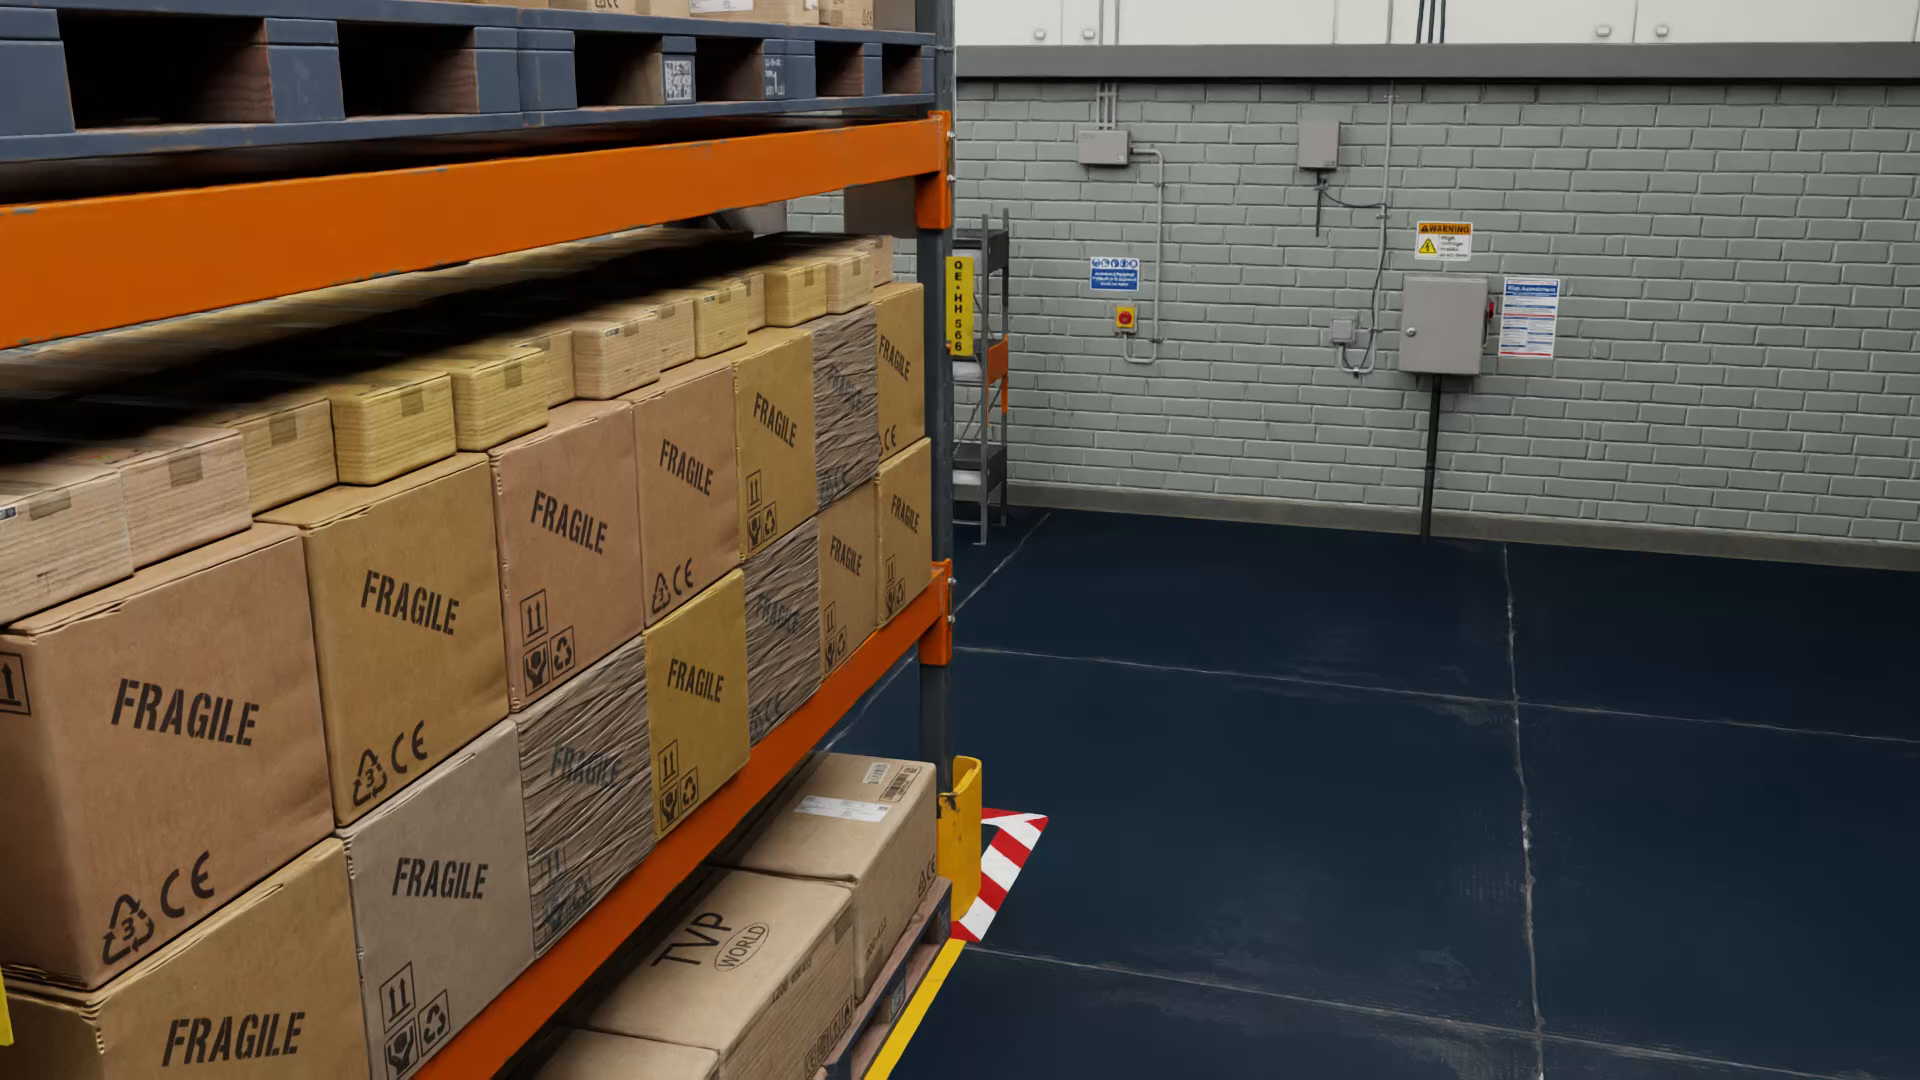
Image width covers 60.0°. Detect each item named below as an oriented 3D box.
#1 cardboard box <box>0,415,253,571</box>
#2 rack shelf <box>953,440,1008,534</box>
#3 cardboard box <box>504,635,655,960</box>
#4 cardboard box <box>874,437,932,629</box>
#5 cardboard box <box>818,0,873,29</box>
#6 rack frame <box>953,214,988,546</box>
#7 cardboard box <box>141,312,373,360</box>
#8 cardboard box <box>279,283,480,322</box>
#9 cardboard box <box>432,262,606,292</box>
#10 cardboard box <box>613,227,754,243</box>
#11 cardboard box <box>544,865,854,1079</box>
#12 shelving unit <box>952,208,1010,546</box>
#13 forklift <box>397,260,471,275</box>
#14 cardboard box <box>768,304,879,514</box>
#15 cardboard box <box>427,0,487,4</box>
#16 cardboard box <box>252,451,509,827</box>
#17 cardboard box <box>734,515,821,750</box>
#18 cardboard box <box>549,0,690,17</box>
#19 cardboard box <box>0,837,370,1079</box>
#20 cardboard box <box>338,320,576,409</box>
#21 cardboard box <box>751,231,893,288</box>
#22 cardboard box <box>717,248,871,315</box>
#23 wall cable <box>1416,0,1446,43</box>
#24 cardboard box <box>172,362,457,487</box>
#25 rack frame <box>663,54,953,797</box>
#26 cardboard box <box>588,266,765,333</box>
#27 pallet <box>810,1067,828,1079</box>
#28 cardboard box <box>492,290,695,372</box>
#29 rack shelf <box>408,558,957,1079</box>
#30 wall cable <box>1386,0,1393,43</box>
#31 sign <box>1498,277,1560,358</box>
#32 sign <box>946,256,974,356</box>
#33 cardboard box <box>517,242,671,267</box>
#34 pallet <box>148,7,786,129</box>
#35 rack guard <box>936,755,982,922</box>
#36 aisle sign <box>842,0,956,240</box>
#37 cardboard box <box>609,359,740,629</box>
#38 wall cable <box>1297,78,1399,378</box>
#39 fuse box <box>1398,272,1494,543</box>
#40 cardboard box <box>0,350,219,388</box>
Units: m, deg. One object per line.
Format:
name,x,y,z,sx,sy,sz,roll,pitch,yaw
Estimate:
cardboard box,-1.261,-0.073,2.385,0.380,0.149,0.250,5,17,17
rack shelf,0.047,-0.367,10.890,0.431,0.518,0.480,5,16,16
cardboard box,-0.978,0.487,3.431,0.500,0.500,0.500,5,17,16
cardboard box,-0.404,-0.049,5.321,0.500,0.500,0.500,5,17,16
cardboard box,-0.562,-1.644,4.953,0.500,0.250,0.500,3,16,11
rack frame,-0.022,-0.990,10.470,0.400,2.100,0.015,5,16,16
cardboard box,-1.451,-0.377,3.457,0.380,0.149,0.250,4,16,15
cardboard box,-1.368,-0.515,3.943,0.380,0.149,0.250,4,16,15
cardboard box,-1.158,-0.641,4.388,0.380,0.149,0.250,5,17,16
cardboard box,-0.887,-0.917,5.362,0.380,0.149,0.250,5,17,17
cardboard box,-0.864,1.304,4.662,0.875,0.438,0.875,5,17,17
shelving unit,0.047,-1.053,10.696,0.431,2.100,0.503,5,16,16
forklift,-3.166,-1.006,9.004,3.031,2.935,1.130,-7,17,-24
cardboard box,-0.550,-0.393,4.702,0.500,0.500,0.500,5,16,16
cardboard box,-1.305,-1.199,2.921,0.797,0.503,0.637,6,17,20
cardboard box,-1.140,0.132,2.850,0.500,0.500,0.500,4,16,15
cardboard box,-0.698,0.217,4.386,0.500,0.500,0.500,5,17,17
cardboard box,-0.994,-1.410,4.017,0.500,0.311,0.500,5,17,17
cardboard box,-1.273,0.748,2.510,0.500,0.500,0.500,5,17,18
cardboard box,-1.004,-0.343,3.336,0.380,0.149,0.250,5,16,16
cardboard box,-0.431,-0.879,5.228,0.380,0.149,0.250,5,17,17
cardboard box,-0.472,-0.737,4.726,0.380,0.149,0.250,4,16,15
wall cable,4.206,-4.277,9.348,2.988,3.039,0.133,5,16,16
cardboard box,-1.100,-0.203,2.845,0.380,0.149,0.250,5,16,15
rack frame,-0.521,-0.148,5.852,1.000,3.000,0.127,5,16,16
cardboard box,-0.726,-0.611,4.283,0.380,0.149,0.250,4,16,15
pallet,-1.021,1.727,4.352,1.003,0.211,1.213,5,16,16
cardboard box,-0.833,-0.474,3.799,0.380,0.149,0.250,5,17,18
rack shelf,-1.089,0.722,4.106,1.077,0.370,4.000,5,16,16
wall cable,1.546,-4.485,10.149,2.355,3.000,0.029,5,16,16
sign,3.564,-1.394,10.420,0.329,0.494,0.001,5,16,16
sign,-0.004,-0.773,5.501,0.100,0.325,0.005,5,16,16
cardboard box,-1.077,-0.784,4.892,0.380,0.149,0.250,5,17,18
pallet,-1.066,-1.033,3.639,1.003,0.211,1.213,5,16,16
rack guard,-0.514,1.049,6.216,1.175,0.500,0.348,5,16,16
aisle sign,-0.203,-1.393,5.479,0.394,0.787,0.004,5,16,16
cardboard box,-0.838,-0.132,3.784,0.500,0.500,0.500,5,16,15
wall cable,2.423,-2.006,10.544,0.588,1.984,0.122,5,16,16
fuse box,3.032,-0.804,10.527,0.539,1.711,0.414,5,16,16
cardboard box,-1.561,-0.240,2.975,0.380,0.149,0.250,4,16,15
